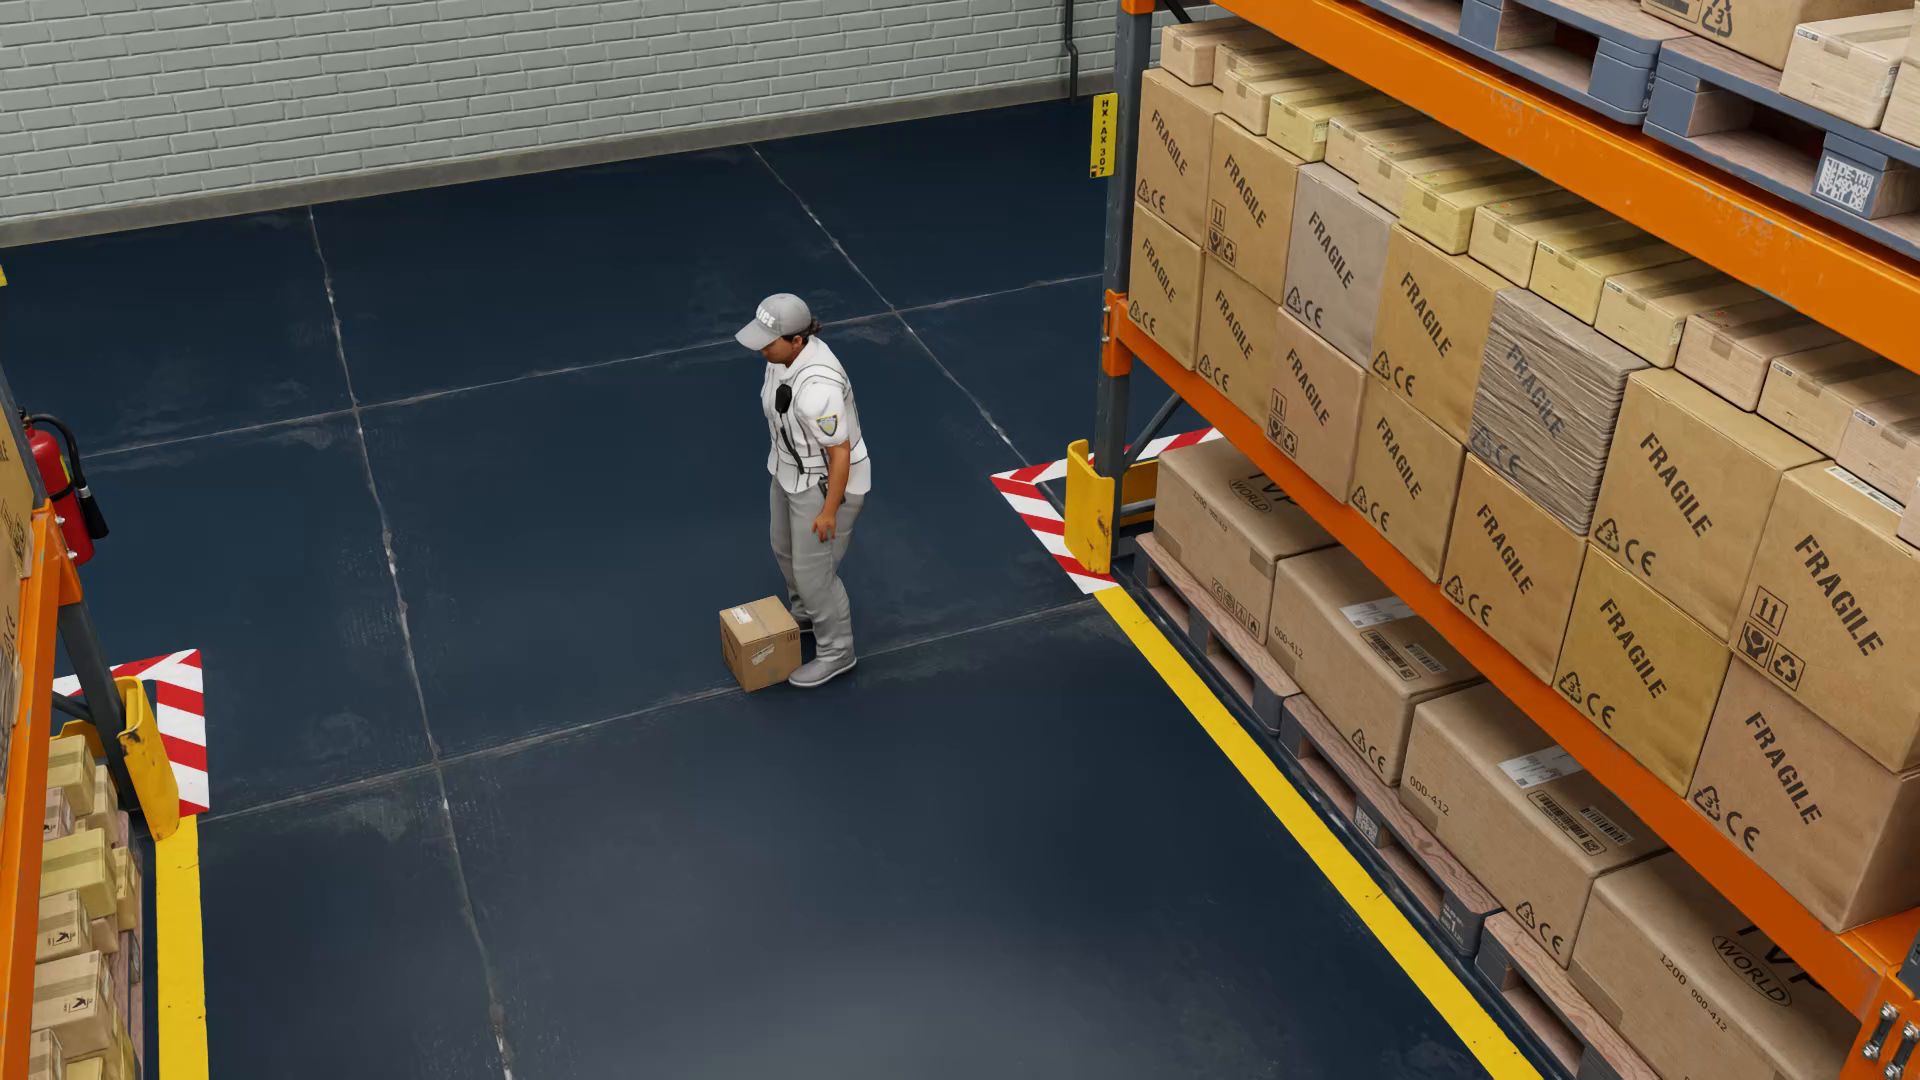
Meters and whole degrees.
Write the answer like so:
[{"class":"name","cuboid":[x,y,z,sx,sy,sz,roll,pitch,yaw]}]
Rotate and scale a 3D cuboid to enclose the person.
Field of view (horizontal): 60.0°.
[{"class":"person","cuboid":[-0.607,-0.216,6.460,0.468,1.665,0.554,-15,37,-21]}]
